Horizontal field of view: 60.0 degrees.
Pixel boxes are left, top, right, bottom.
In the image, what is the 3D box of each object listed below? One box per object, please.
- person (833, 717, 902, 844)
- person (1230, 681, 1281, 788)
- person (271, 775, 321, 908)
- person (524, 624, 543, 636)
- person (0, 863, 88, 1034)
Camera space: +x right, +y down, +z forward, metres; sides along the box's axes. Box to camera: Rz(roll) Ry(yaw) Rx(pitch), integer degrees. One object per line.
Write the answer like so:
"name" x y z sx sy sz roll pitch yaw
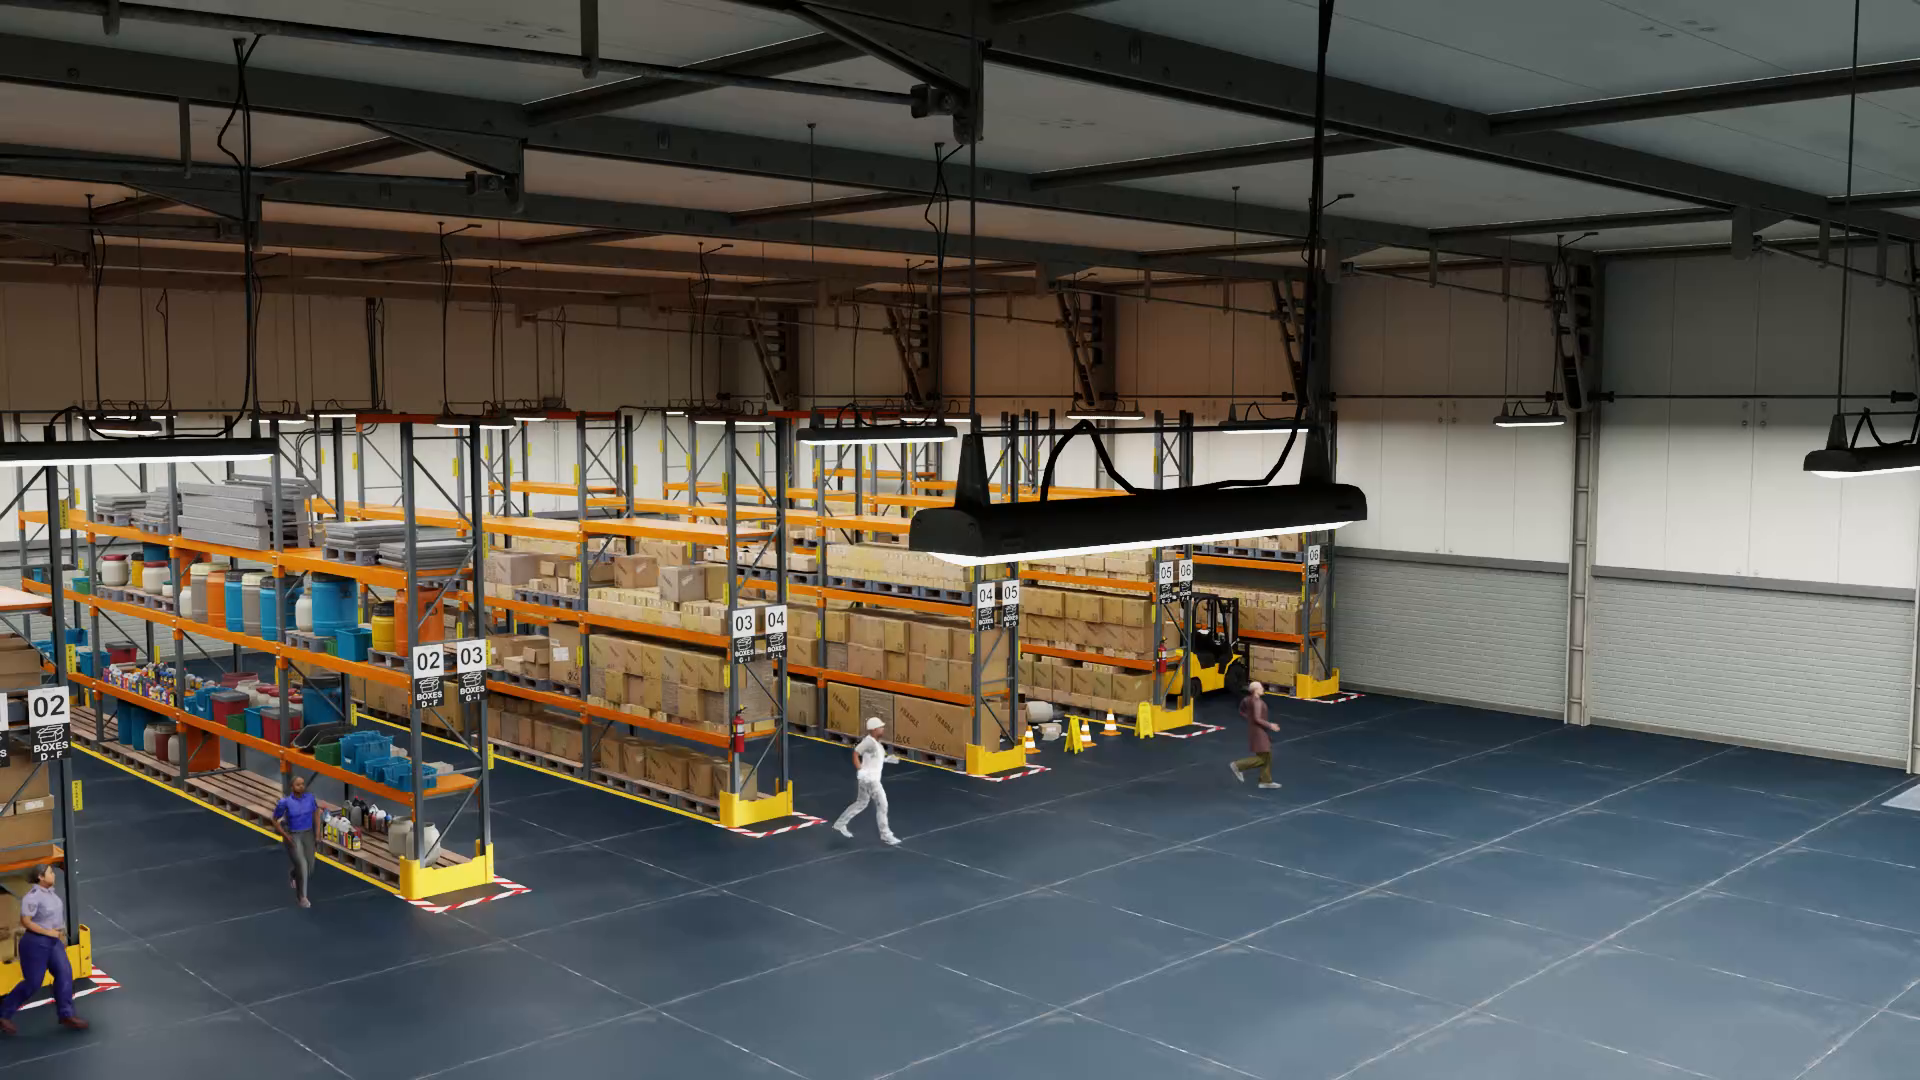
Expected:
"person" -1.315 3.400 23.529 0.974 1.802 0.626 0 5 -4
"person" 4.753 3.138 26.744 0.860 1.748 0.708 0 5 -5
"person" -8.308 3.733 20.783 0.660 1.631 0.574 4 7 42
"person" -10.580 1.913 41.305 0.560 1.659 0.576 4 6 38
"person" -9.181 4.063 16.674 0.852 1.636 0.653 -1 5 -7
